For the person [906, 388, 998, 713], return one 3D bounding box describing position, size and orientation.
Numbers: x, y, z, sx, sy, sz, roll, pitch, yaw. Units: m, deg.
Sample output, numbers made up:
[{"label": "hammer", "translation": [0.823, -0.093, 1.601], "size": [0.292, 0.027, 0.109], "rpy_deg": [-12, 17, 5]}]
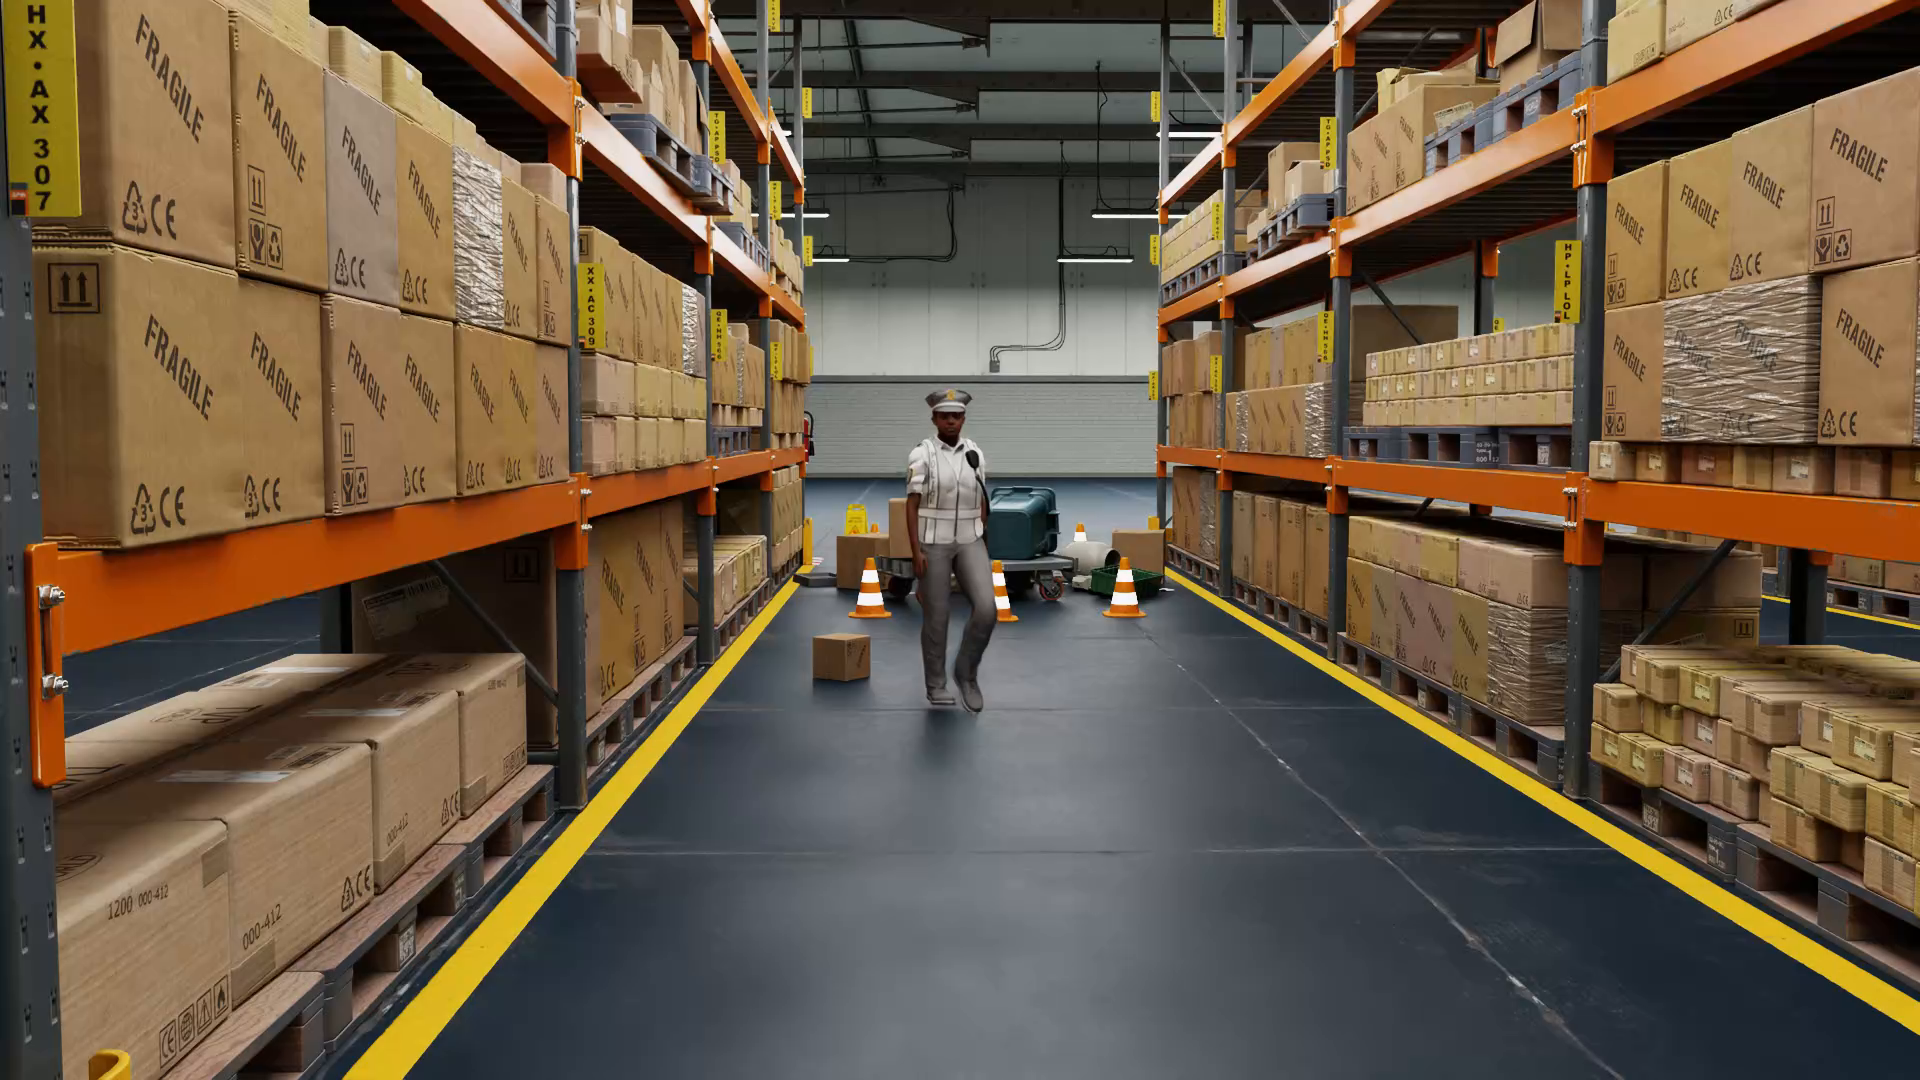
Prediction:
[{"label": "person", "translation": [-0.044, 0.062, 8.768], "size": [0.484, 1.721, 0.479], "rpy_deg": [-1, 4, -16]}]
